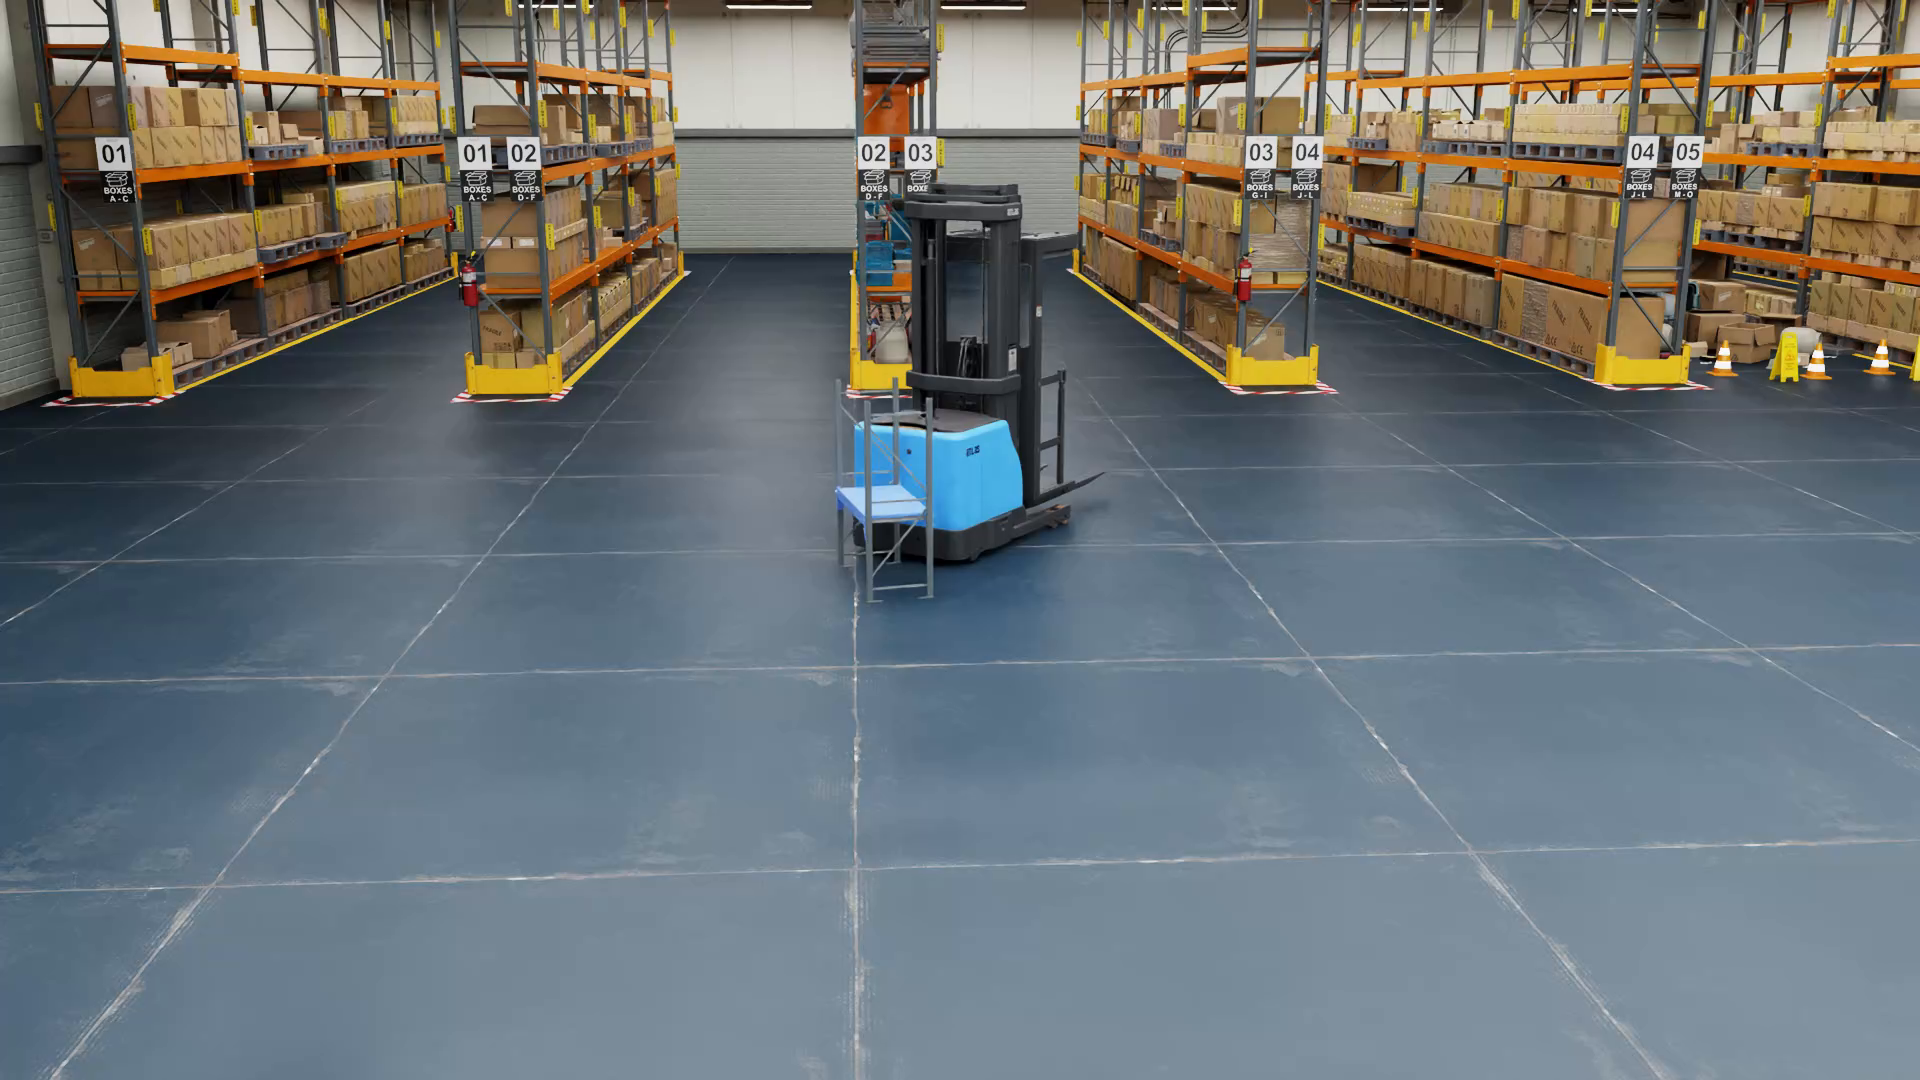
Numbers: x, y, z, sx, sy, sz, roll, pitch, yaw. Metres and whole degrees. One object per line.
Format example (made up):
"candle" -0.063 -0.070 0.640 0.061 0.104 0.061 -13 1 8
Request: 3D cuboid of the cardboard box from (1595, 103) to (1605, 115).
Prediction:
"cardboard box" 8.716 -5.750 22.197 0.380 0.149 0.250 -1 14 -3

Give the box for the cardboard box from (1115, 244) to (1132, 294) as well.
"cardboard box" 3.583 -5.083 31.185 1.225 0.875 0.875 -1 14 -3

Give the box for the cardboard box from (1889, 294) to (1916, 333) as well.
"cardboard box" 13.694 -3.238 23.764 0.500 0.500 0.500 0 14 -1

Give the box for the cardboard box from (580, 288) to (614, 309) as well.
"cardboard box" -5.823 -3.872 26.604 0.500 0.311 0.500 -1 14 -5

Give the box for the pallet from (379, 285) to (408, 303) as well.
"pallet" -11.303 -4.739 32.023 1.003 0.211 1.213 -1 14 -3

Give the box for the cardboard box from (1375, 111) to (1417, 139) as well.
"cardboard box" 8.326 -7.881 31.568 0.797 0.503 0.637 -1 14 -4

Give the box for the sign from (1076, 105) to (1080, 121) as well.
"sign" 2.603 -9.412 36.655 0.100 0.325 0.005 -1 14 -3

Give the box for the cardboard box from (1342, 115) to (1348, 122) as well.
"cardboard box" 7.986 -8.576 33.816 0.380 0.149 0.250 -1 14 -4

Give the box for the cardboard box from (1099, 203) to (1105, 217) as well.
"cardboard box" 3.116 -6.687 33.701 0.500 0.250 0.500 -1 14 -4

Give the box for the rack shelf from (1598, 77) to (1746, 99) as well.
"rack shelf" 13.420 -8.529 31.362 1.077 0.370 4.000 -1 14 -3

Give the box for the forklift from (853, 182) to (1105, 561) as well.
"forklift" 0.312 -1.570 14.244 1.130 2.935 3.031 8 17 29

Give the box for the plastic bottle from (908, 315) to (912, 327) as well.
"plastic bottle" -0.703 -3.171 24.763 0.144 0.351 0.185 -2 15 -6

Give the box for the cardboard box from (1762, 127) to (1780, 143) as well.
"cardboard box" 13.554 -6.653 27.301 0.500 0.250 0.500 -1 14 -3

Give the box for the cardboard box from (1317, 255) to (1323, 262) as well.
"cardboard box" 7.973 -6.130 36.114 0.380 0.149 0.250 -2 15 -6

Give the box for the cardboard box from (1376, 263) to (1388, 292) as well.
"cardboard box" 8.230 -4.979 31.534 0.500 0.500 0.500 -2 15 -6

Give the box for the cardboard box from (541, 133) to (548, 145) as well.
"cardboard box" -5.636 -5.271 21.854 0.380 0.149 0.250 -1 14 -3

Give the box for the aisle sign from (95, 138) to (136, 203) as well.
"aisle sign" -10.379 -4.542 20.442 0.394 0.787 0.004 -1 14 -3

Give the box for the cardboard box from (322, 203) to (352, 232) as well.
"cardboard box" -10.953 -5.613 28.983 0.500 0.500 0.500 0 14 -2

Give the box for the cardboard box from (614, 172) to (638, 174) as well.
"cardboard box" -6.838 -7.265 34.036 0.500 0.500 0.500 -1 14 -3

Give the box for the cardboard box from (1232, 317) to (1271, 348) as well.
"cardboard box" 4.055 -2.822 23.149 0.500 0.500 0.500 3 15 11

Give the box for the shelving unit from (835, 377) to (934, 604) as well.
"shelving unit" -0.583 -0.402 12.577 0.538 1.500 1.048 -4 15 -15

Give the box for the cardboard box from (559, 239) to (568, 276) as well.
"cardboard box" -5.854 -3.923 23.054 0.700 0.500 0.500 0 14 -2

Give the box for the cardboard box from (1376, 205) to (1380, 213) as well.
"cardboard box" 8.042 -6.229 31.281 0.380 0.149 0.250 -1 14 -2

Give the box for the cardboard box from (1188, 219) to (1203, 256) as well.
"cardboard box" 3.863 -4.475 24.602 0.875 0.500 0.500 -1 14 -3

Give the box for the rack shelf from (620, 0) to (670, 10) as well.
"rack shelf" -6.606 -11.022 33.579 1.077 0.370 4.000 -1 14 -3

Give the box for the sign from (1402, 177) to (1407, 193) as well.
"sign" 8.915 -7.132 33.401 0.100 0.325 0.005 -1 14 -3

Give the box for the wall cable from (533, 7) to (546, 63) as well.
"wall cable" -8.968 -12.577 40.944 3.097 2.526 0.112 -1 14 -3

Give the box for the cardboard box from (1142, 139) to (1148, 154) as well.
"cardboard box" 3.428 -6.774 28.617 0.500 0.250 0.500 -1 14 -2

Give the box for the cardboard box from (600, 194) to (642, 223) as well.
"cardboard box" -6.311 -6.171 30.949 0.700 0.500 0.500 -5 15 -18

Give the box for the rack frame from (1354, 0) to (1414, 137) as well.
"rack frame" 8.362 -9.467 32.761 1.000 3.000 0.127 -1 14 -3

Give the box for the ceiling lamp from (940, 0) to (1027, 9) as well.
"ceiling lamp" 0.561 -13.867 38.148 2.000 3.185 0.800 -1 14 -3

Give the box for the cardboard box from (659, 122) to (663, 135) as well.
"cardboard box" -6.317 -8.354 33.752 0.500 0.250 0.500 -1 14 -3

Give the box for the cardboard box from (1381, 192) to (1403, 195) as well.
"cardboard box" 8.581 -6.834 33.037 0.380 0.149 0.250 0 14 -1

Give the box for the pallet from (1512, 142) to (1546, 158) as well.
"pallet" 8.898 -5.778 24.621 1.003 0.211 1.213 -1 14 -3

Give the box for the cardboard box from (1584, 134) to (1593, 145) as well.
"cardboard box" 8.700 -5.427 22.539 0.380 0.149 0.250 -1 14 -3

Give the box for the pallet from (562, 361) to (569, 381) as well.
"pallet" -5.828 -2.213 22.202 1.003 0.211 1.213 -1 14 -3

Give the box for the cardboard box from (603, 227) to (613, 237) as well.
"cardboard box" -6.256 -5.229 28.508 0.500 0.311 0.500 0 14 0

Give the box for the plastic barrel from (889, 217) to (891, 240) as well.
"plastic barrel" -0.955 -5.041 27.327 0.433 0.535 0.433 0 14 0

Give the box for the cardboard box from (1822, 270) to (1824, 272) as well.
"cardboard box" 18.445 -5.810 35.140 0.500 0.311 0.500 0 14 -1

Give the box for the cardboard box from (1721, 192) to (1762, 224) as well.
"cardboard box" 13.420 -5.687 28.470 0.500 0.500 0.500 -1 14 -2

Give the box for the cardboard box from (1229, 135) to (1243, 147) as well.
"cardboard box" 3.794 -5.296 22.070 0.380 0.149 0.250 -2 15 -6

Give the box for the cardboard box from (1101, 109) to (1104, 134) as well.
"cardboard box" 3.268 -8.590 34.130 0.700 0.500 0.500 0 14 -1

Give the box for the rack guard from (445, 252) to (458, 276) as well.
"rack guard" -11.676 -6.071 36.618 1.175 0.500 0.348 -1 14 -3

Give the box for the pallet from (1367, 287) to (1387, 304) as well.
"pallet" 8.490 -4.713 31.921 1.003 0.211 1.213 -1 14 -3

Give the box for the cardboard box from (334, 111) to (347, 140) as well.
"cardboard box" -11.373 -7.388 29.619 0.700 0.500 0.500 0 14 -1

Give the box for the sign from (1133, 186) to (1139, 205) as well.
"sign" 3.099 -6.067 29.261 0.100 0.325 0.005 -1 14 -3

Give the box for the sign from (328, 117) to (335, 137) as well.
"sign" -10.637 -6.997 28.143 0.100 0.325 0.005 -1 14 -3

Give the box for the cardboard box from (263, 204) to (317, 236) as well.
"cardboard box" -11.078 -5.292 27.491 0.700 0.500 0.500 -2 15 -9

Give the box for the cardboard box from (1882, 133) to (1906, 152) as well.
"cardboard box" 13.638 -5.705 23.865 0.500 0.250 0.500 -1 14 -3

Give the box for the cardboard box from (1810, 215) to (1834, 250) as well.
"cardboard box" 13.541 -4.752 25.679 0.500 0.500 0.500 -1 14 -4

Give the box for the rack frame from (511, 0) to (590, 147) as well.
"rack frame" -5.987 -7.274 24.237 1.000 3.000 0.127 -1 14 -3

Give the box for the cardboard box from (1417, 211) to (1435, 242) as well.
"cardboard box" 8.368 -5.499 29.179 0.500 0.500 0.500 -1 14 -3

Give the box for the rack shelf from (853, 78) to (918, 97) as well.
"rack shelf" -1.167 -7.305 26.603 1.077 0.370 4.000 -1 14 -3

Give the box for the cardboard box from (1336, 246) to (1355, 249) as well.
"cardboard box" 8.453 -6.348 36.364 0.380 0.149 0.250 -1 15 -6

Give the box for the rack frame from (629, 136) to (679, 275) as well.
"rack frame" -6.730 -7.353 36.584 1.000 3.000 0.127 -1 14 -3

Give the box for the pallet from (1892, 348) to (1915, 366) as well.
"pallet" 14.020 -2.550 23.512 1.003 0.211 1.213 -1 14 -3

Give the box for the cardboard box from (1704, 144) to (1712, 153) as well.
"cardboard box" 13.394 -6.918 29.379 0.380 0.149 0.250 -1 14 -3

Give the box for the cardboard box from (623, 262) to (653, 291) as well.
"cardboard box" -6.113 -4.994 31.551 0.500 0.500 0.500 -1 14 -3
